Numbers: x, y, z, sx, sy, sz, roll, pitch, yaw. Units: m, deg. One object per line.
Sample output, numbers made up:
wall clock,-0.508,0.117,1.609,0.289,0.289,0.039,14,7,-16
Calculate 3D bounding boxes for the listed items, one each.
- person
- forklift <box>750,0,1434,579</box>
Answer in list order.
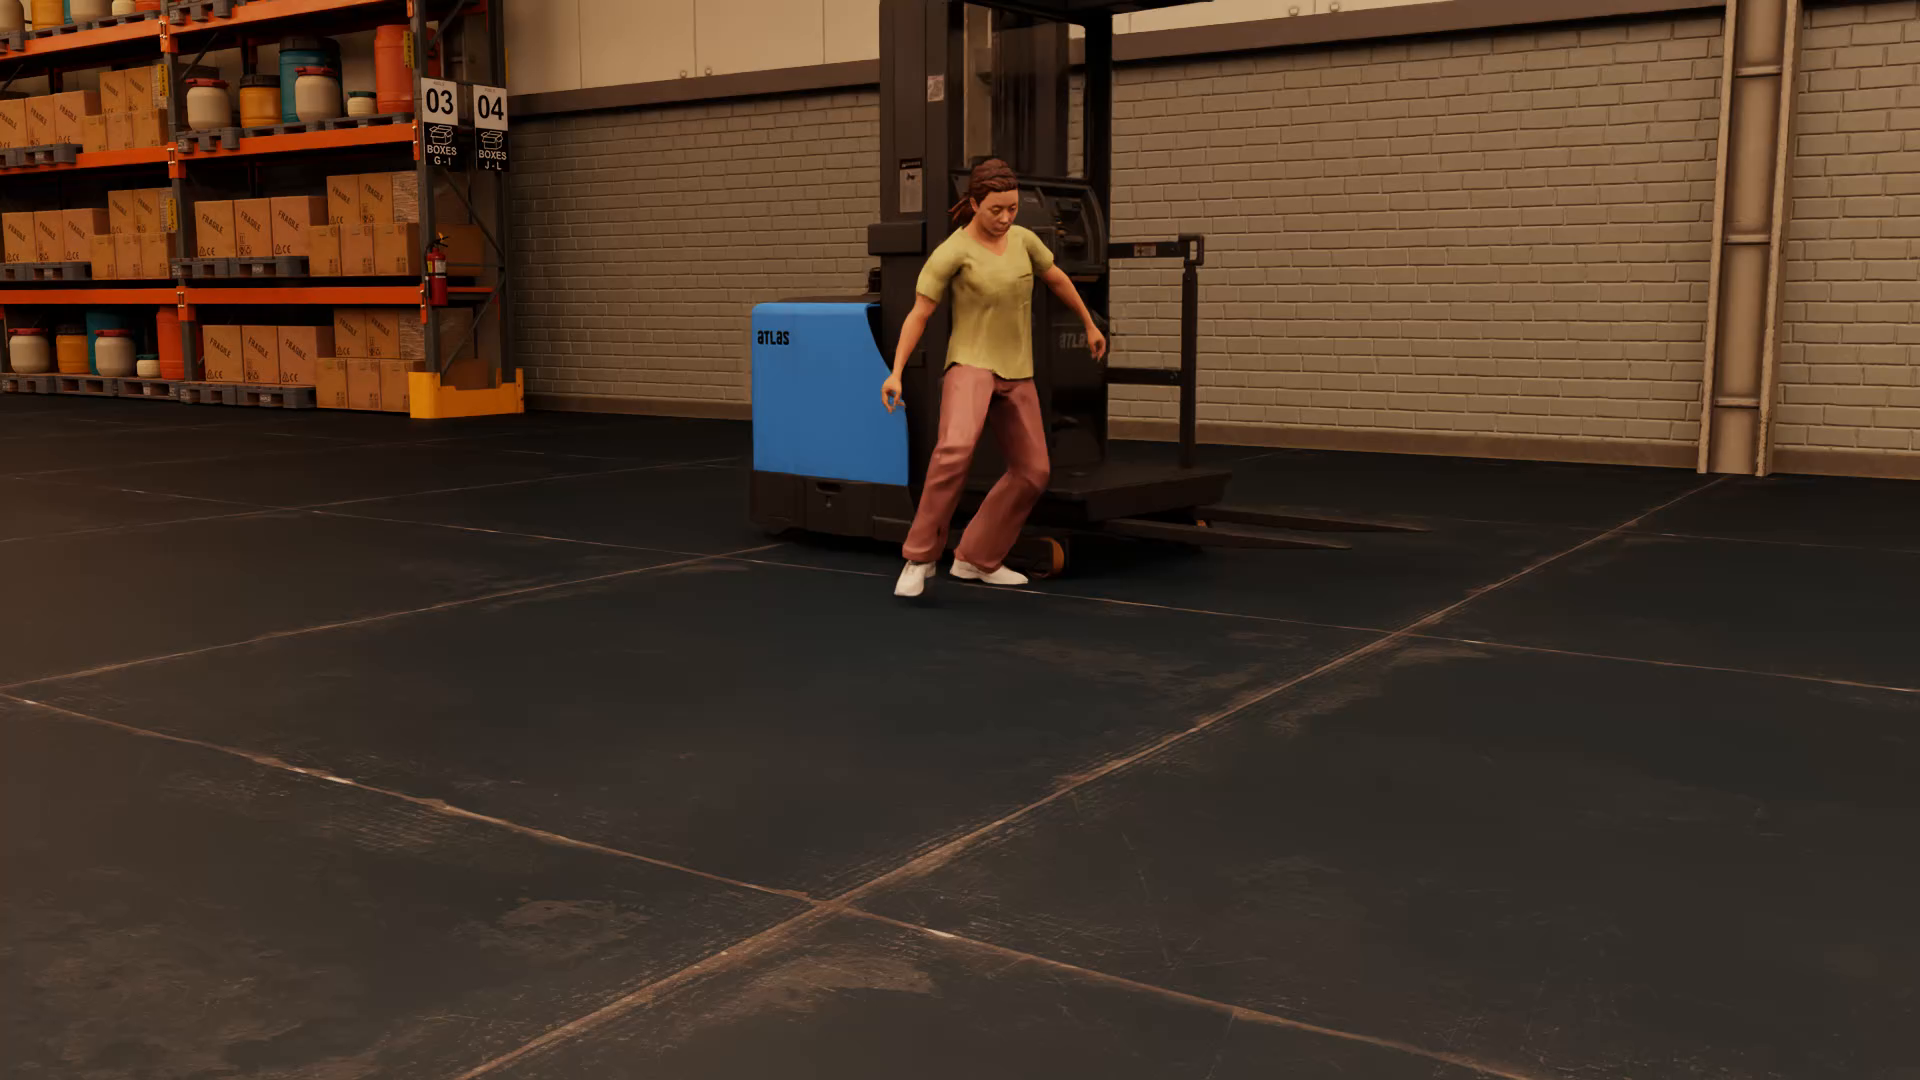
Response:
person,0.114,-0.592,6.216,1.046,1.606,0.491,-6,10,-35
forklift,0.458,-1.380,6.899,3.031,2.935,1.130,7,11,42
